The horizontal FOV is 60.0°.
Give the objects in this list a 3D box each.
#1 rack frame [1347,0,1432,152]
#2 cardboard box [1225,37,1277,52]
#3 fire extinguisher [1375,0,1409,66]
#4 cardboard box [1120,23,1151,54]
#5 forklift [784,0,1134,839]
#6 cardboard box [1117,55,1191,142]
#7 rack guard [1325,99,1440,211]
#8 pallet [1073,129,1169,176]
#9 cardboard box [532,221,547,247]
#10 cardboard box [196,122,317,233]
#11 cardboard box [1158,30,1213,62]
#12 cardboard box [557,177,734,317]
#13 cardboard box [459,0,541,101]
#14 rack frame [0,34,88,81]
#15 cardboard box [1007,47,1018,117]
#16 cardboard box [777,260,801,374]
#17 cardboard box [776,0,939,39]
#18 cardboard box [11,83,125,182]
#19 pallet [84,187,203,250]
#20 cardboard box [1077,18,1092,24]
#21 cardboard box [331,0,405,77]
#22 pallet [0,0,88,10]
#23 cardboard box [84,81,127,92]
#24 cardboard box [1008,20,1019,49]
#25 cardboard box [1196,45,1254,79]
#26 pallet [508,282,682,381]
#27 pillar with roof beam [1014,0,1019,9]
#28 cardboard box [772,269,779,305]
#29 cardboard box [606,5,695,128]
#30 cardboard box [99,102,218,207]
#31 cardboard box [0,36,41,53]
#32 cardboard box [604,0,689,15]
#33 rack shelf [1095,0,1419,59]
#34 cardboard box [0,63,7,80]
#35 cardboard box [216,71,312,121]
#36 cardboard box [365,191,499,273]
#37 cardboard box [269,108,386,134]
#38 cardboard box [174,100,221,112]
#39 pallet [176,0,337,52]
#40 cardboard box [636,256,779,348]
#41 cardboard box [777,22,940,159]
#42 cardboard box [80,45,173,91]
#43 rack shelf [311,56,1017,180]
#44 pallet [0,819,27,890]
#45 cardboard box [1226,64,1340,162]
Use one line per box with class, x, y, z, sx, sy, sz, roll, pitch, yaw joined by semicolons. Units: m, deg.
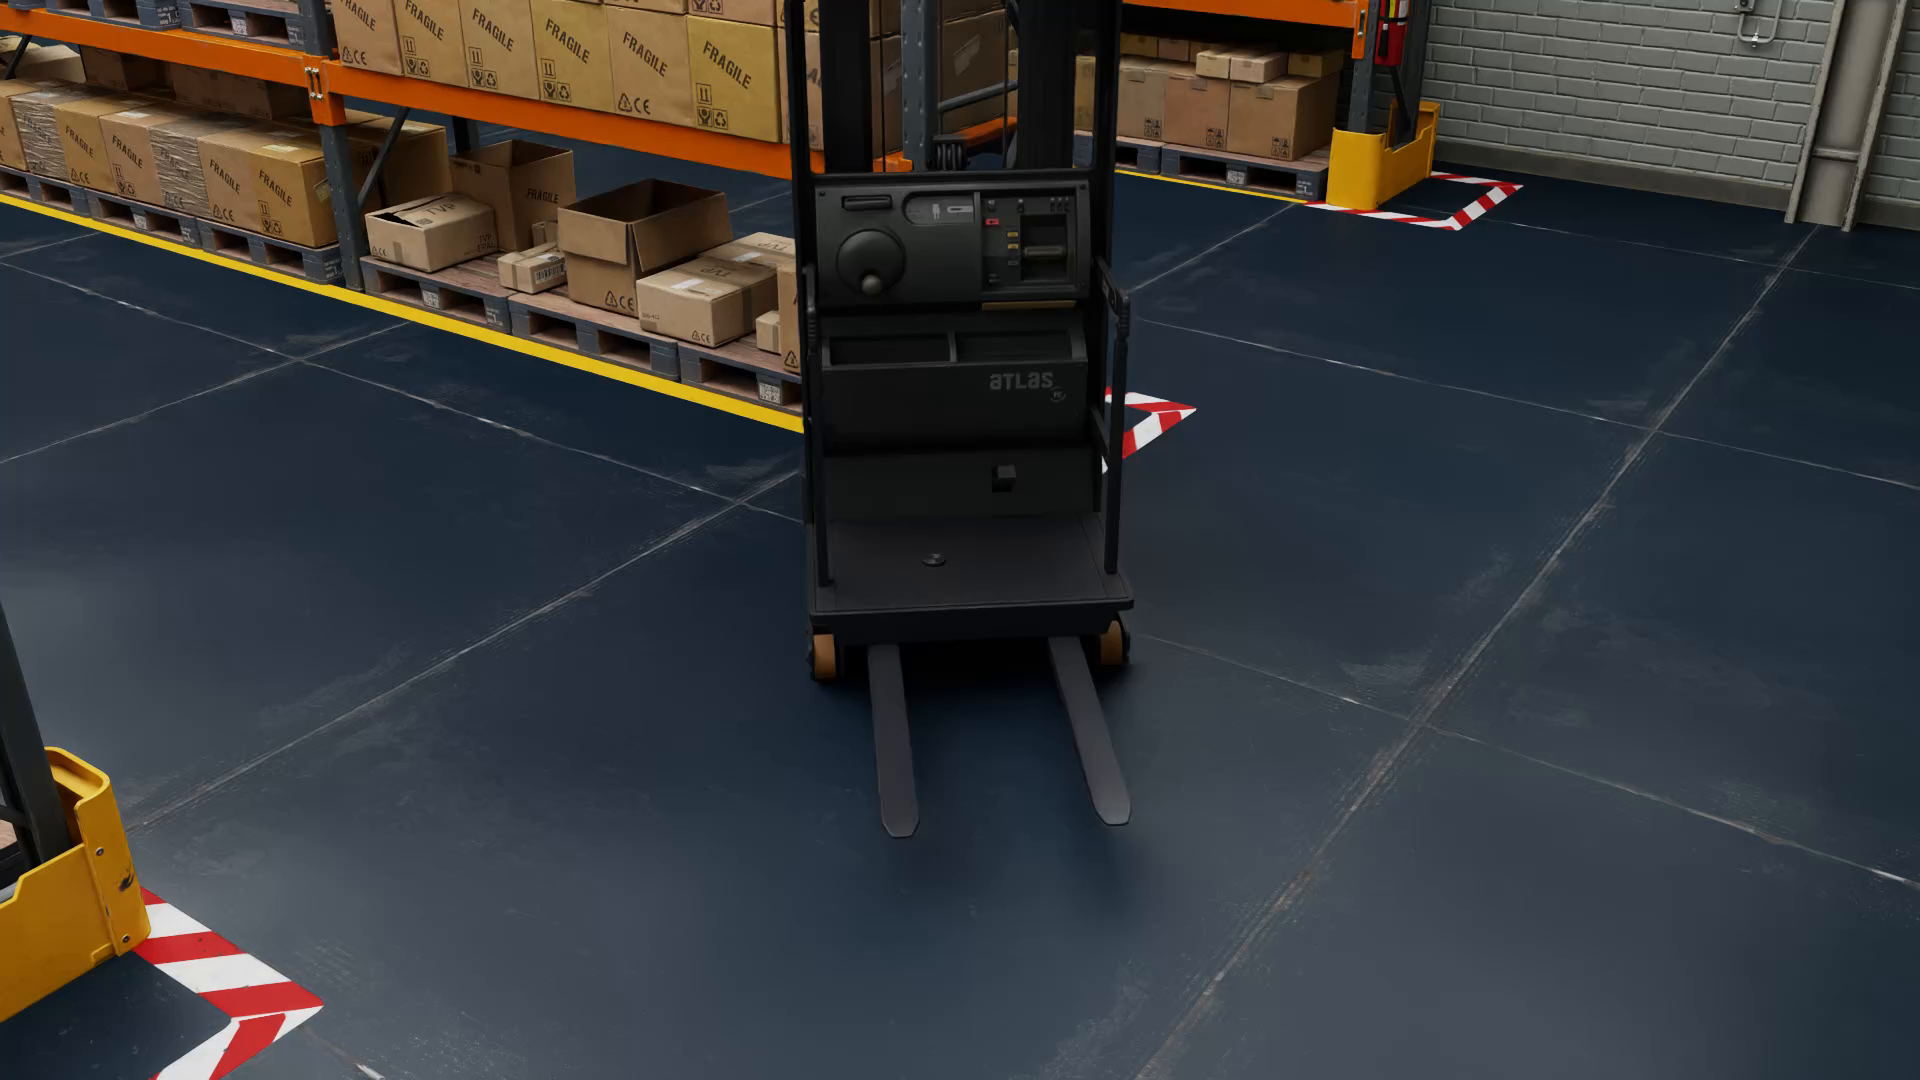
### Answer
rack frame;2.892;-3.781;10.872;0.127;3.000;1.000;17;32;30
cardboard box;2.057;-3.458;11.816;0.250;0.149;0.380;17;32;30
fire extinguisher;2.755;-3.369;10.559;0.183;0.674;0.296;17;32;30
cardboard box;1.220;-3.718;12.327;0.250;0.149;0.380;17;31;29
forklift;0.002;-0.978;5.439;1.130;2.935;3.031;-2;27;-5
cardboard box;1.431;-3.254;12.130;0.500;0.500;0.700;16;31;29
rack guard;2.912;-2.661;11.427;0.348;0.500;1.175;17;32;30
pallet;1.187;-3.028;12.467;1.213;0.211;1.003;17;32;30
cardboard box;-2.233;-1.767;9.572;0.250;0.149;0.380;17;32;30
cardboard box;-4.178;-2.187;10.011;0.500;0.500;0.500;17;32;30
cardboard box;1.641;-3.588;12.070;0.250;0.149;0.380;18;32;31
cardboard box;-1.655;-1.558;8.772;0.637;0.503;0.797;17;32;30
cardboard box;-2.106;-2.507;8.260;0.500;0.500;0.500;17;32;30
rack frame;-6.504;-3.982;11.268;0.127;3.000;1.000;17;32;30
cardboard box;0.566;-3.521;12.654;0.500;0.500;0.700;17;32;30
cardboard box;-0.497;-1.058;7.792;0.500;0.500;0.500;17;32;30
cardboard box;-0.432;-2.430;7.005;0.500;0.500;0.500;17;32;30
cardboard box;-5.855;-2.708;11.036;0.500;0.500;0.500;16;31;29
pallet;-4.908;-2.220;10.880;1.213;0.211;1.003;17;32;30
cardboard box;0.799;-3.849;12.585;0.250;0.149;0.380;16;31;29
cardboard box;-2.941;-2.767;8.770;0.500;0.500;0.500;18;32;32
pallet;-5.905;-3.749;11.021;1.003;0.211;1.213;17;32;30
cardboard box;-5.600;-2.912;11.436;0.500;0.500;0.500;19;32;32
cardboard box;0.332;-3.784;12.456;0.250;0.149;0.380;19;32;32
cardboard box;1.839;-3.316;11.536;0.250;0.149;0.380;18;32;32
pallet;-1.631;-1.223;8.920;1.213;0.211;1.003;17;32;30
pillar with roof beam;-1.776;-6.016;8.650;0.400;9.000;9.100;17;32;30
cardboard box;-0.609;-1.273;8.490;0.500;0.250;0.500;17;32;30
cardboard box;-1.270;-2.248;7.750;0.500;0.500;0.500;18;32;31
cardboard box;-5.012;-2.446;10.519;0.500;0.500;0.500;16;31;29
cardboard box;-7.207;-3.570;12.408;0.500;0.311;0.500;16;31;29
cardboard box;-1.279;-2.691;7.517;0.500;0.500;0.500;18;32;32
rack shelf;1.244;-3.974;12.045;4.000;0.370;1.077;17;32;30
cardboard box;-7.075;-3.236;11.753;0.500;0.311;0.500;18;32;32
cardboard box;-4.292;-2.844;10.475;0.500;0.250;0.500;17;32;30
cardboard box;-2.983;-1.764;9.389;0.500;0.311;0.500;17;32;30
cardboard box;-3.913;-2.385;10.401;0.500;0.500;0.500;18;32;31
cardboard box;-4.737;-2.647;10.914;0.500;0.500;0.500;16;31;28
pallet;-3.803;-3.116;9.777;1.213;0.211;1.003;17;32;30
cardboard box;-1.263;-1.201;8.350;0.500;0.250;0.500;17;32;30
cardboard box;-0.433;-1.986;7.235;0.500;0.500;0.500;18;32;32
cardboard box;-5.551;-3.233;11.240;0.500;0.250;0.500;19;32;32
rack shelf;-1.558;-2.121;8.404;4.000;0.370;1.077;17;32;30
pallet;-3.375;0.939;4.671;1.213;0.211;1.003;17;32;30
cardboard box;2.259;-2.996;11.624;0.500;0.500;0.700;17;32;30
